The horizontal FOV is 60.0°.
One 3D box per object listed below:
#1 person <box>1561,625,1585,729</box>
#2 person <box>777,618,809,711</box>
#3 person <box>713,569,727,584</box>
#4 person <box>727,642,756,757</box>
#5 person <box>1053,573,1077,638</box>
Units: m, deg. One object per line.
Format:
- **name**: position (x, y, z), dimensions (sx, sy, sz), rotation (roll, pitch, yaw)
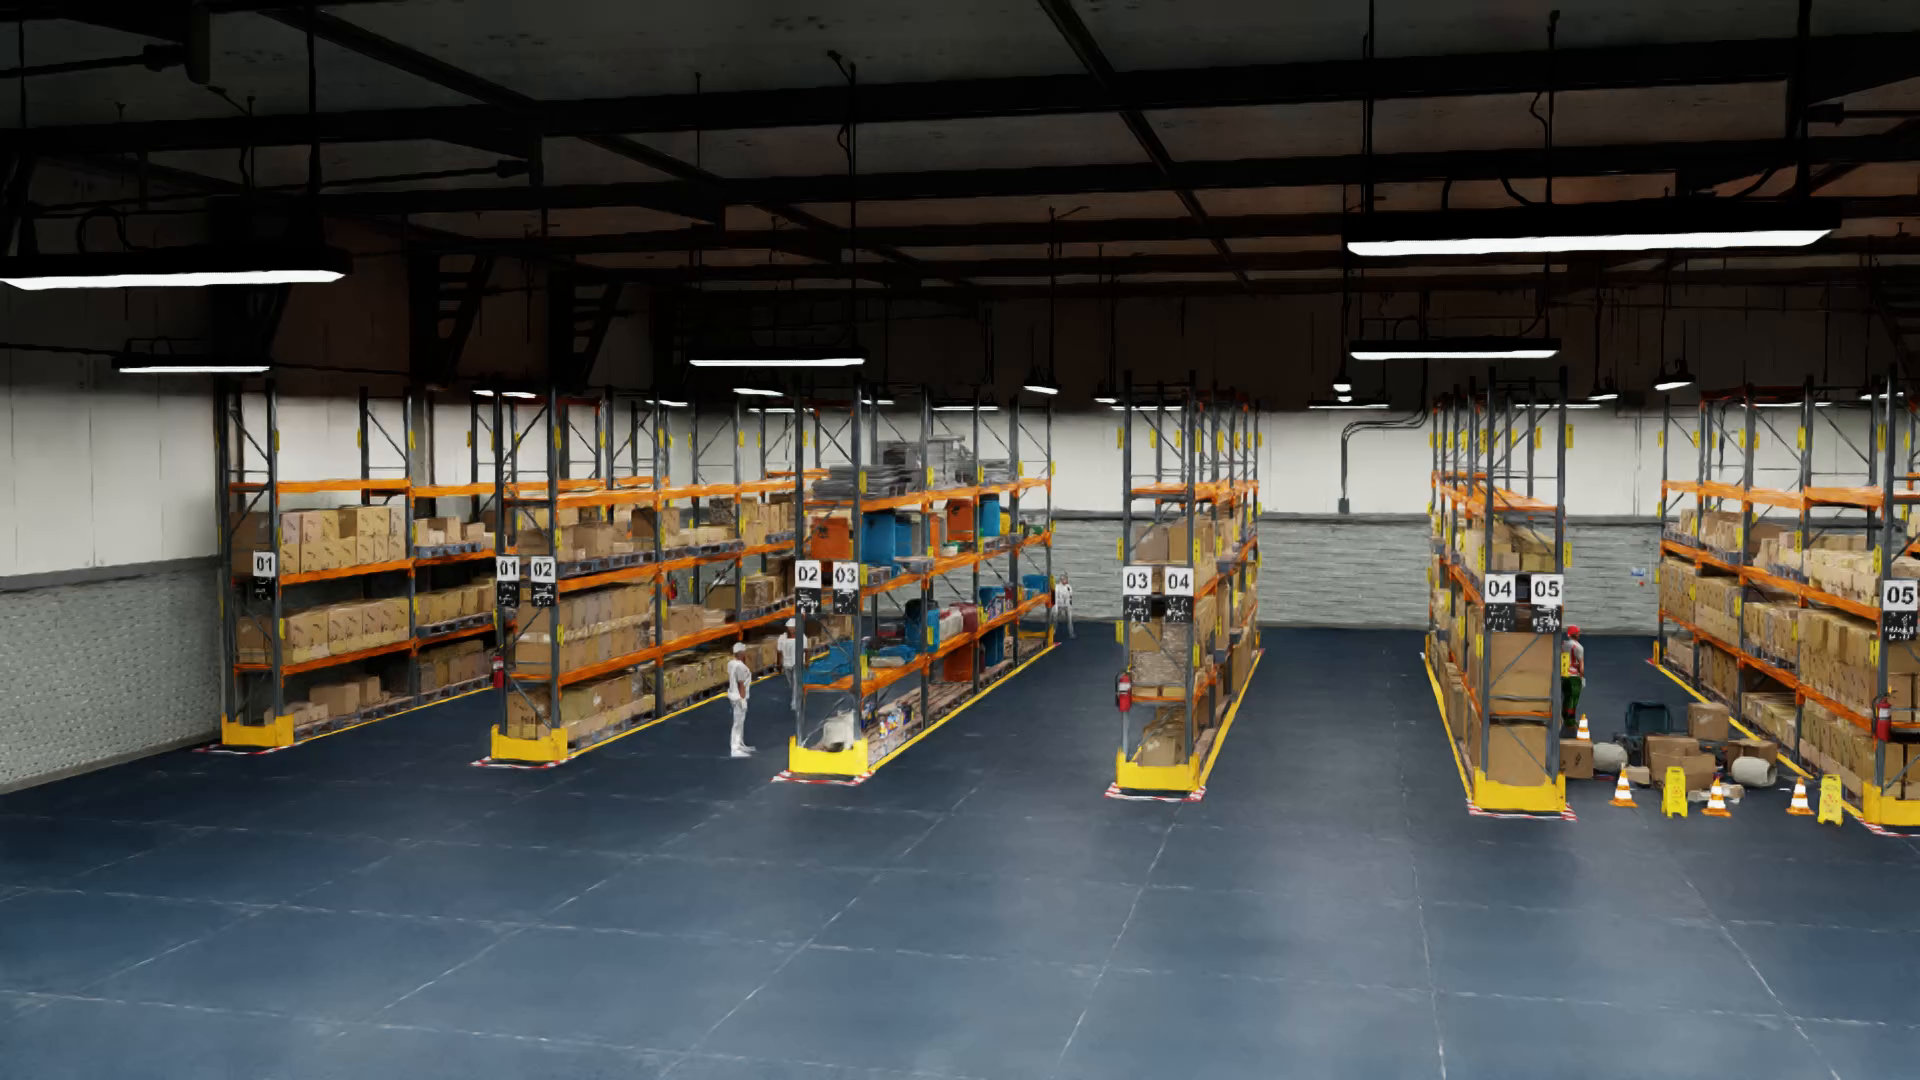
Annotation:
- **person**: position (10.657, 2.360, 28.848), dimensions (0.451, 1.789, 0.605), rotation (-1, 4, -17)
- **person**: position (-3.131, 2.287, 30.894), dimensions (0.569, 1.686, 1.108), rotation (1, 3, 11)
- **person**: position (-6.177, 1.583, 42.954), dimensions (0.445, 1.676, 0.566), rotation (3, 4, 36)
- **person**: position (-3.454, 2.512, 26.355), dimensions (0.456, 1.786, 0.620), rotation (-1, 4, -18)
- **person**: position (2.589, 1.651, 42.042), dimensions (0.540, 1.646, 0.913), rotation (-1, 4, -13)
